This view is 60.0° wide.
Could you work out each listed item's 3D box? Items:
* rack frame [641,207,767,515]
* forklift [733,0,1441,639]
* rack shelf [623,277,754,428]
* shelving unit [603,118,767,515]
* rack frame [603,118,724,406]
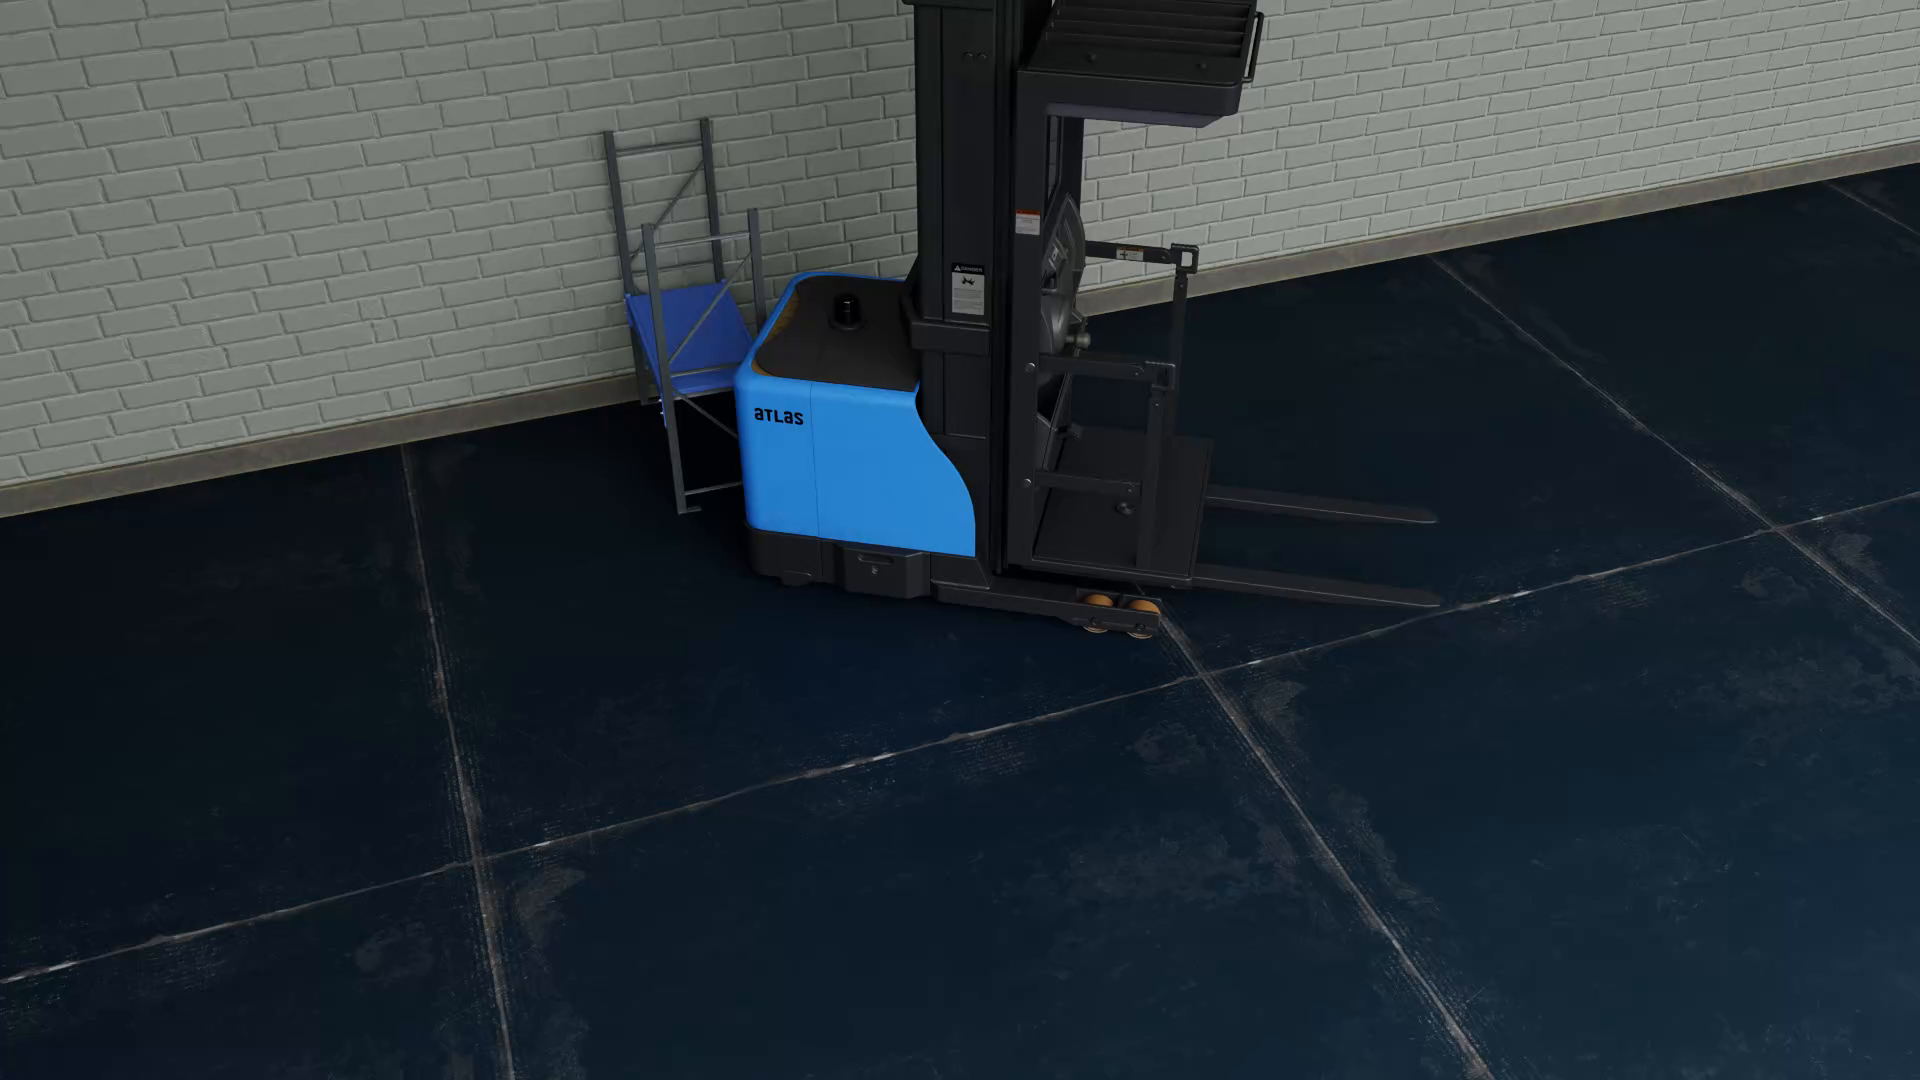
[{"bbox_3d":[-1.108,-0.777,7.535,0.500,1.500,0.032,-11,38,-15],"label":"rack frame"},{"bbox_3d":[0.610,-1.095,6.768,3.031,2.935,1.130,7,38,9],"label":"forklift"},{"bbox_3d":[-1.271,-0.923,8.028,0.538,0.185,1.000,-11,38,-15],"label":"rack shelf"},{"bbox_3d":[-1.271,-1.066,7.919,0.538,1.500,1.048,-11,38,-15],"label":"shelving unit"},{"bbox_3d":[-1.433,-1.356,8.304,0.500,1.500,0.032,-11,38,-15],"label":"rack frame"}]
